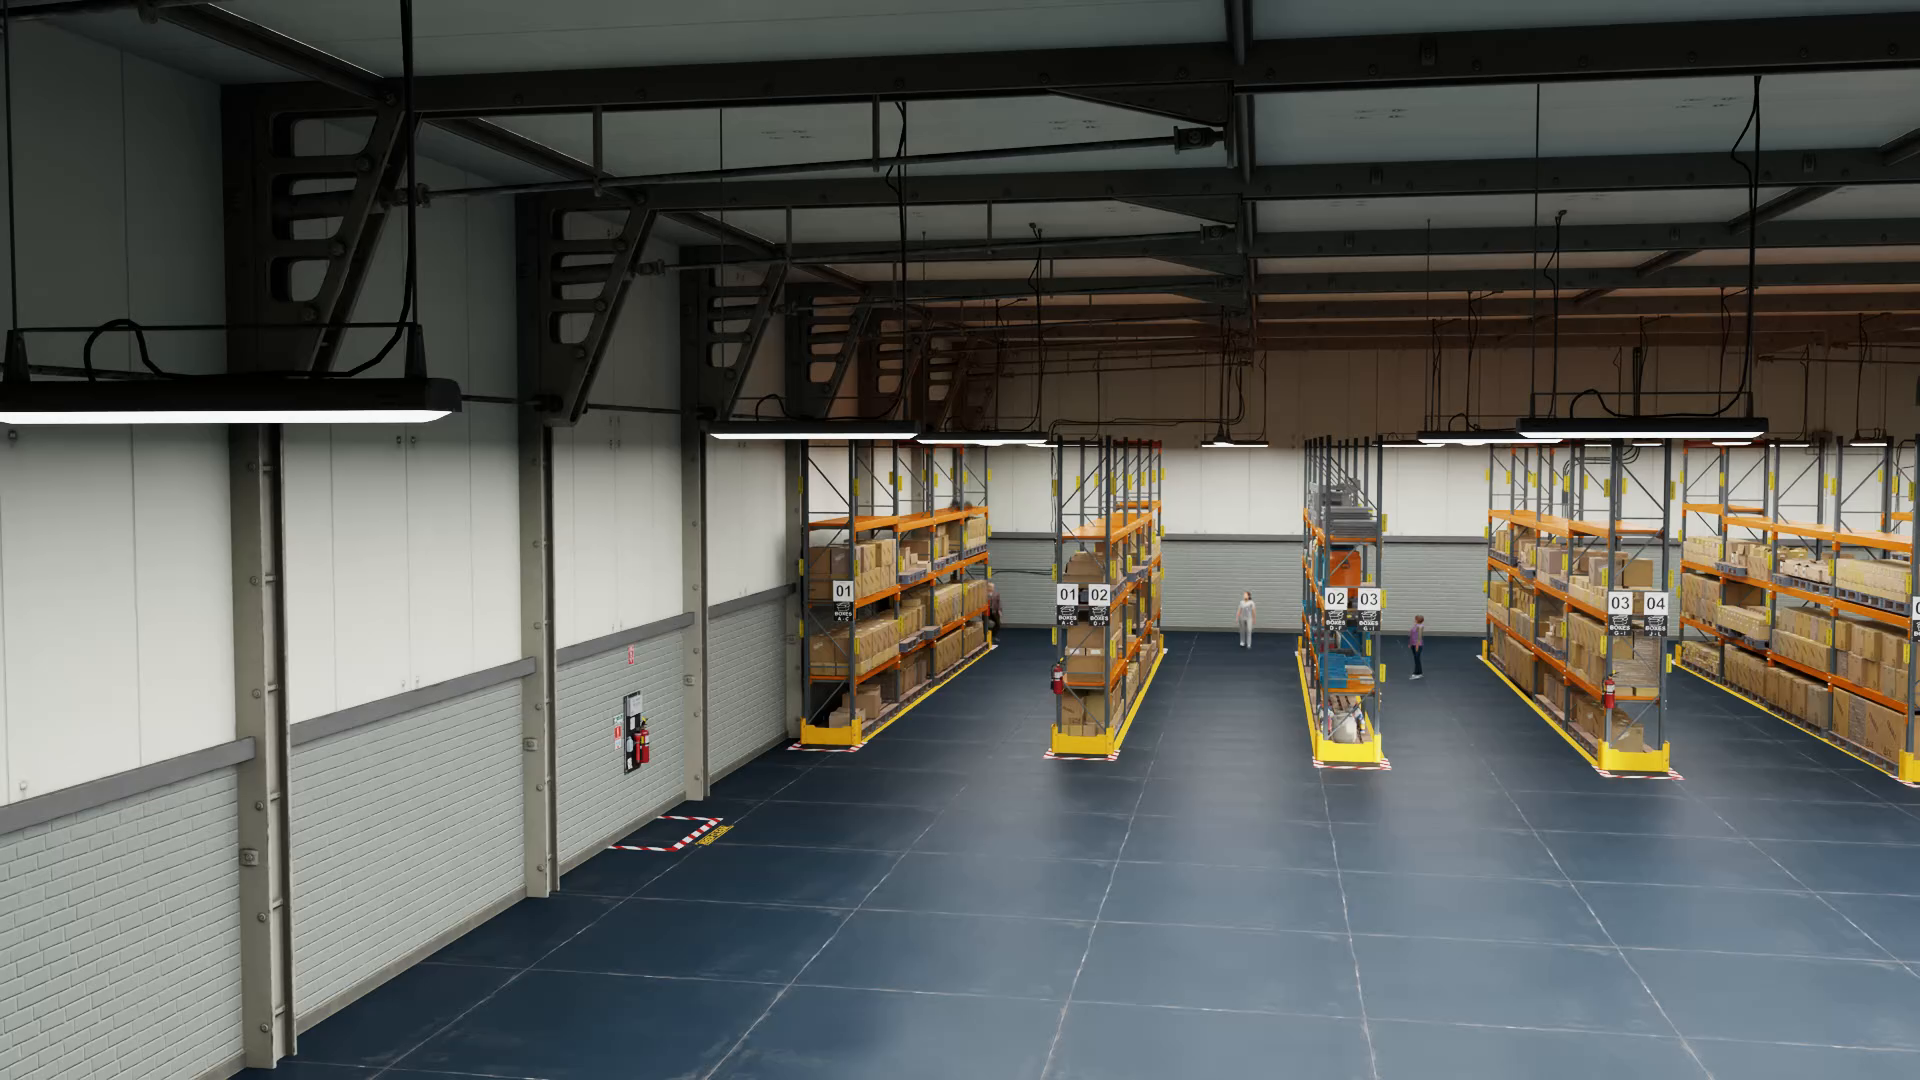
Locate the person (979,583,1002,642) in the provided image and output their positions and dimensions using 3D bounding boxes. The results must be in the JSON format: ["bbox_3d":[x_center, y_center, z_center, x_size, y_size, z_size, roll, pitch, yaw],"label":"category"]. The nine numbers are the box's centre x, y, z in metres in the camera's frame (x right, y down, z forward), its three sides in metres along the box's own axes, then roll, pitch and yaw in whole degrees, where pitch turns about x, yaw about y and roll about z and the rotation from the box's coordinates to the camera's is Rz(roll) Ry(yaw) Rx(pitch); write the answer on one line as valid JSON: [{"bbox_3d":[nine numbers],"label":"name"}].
[{"bbox_3d":[0.921,2.176,49.305,0.641,1.779,0.545,-1,3,-23],"label":"person"}]

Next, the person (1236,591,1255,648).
[{"bbox_3d":[8.257,2.293,48.075,0.573,1.597,1.040,0,3,8],"label":"person"}]

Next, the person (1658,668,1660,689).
[{"bbox_3d":[16.039,2.802,38.454,0.437,1.674,0.504,-1,3,-12],"label":"person"}]

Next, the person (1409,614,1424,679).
[{"bbox_3d":[11.470,2.676,41.816,0.489,1.618,0.431,-1,3,-20],"label":"person"}]
